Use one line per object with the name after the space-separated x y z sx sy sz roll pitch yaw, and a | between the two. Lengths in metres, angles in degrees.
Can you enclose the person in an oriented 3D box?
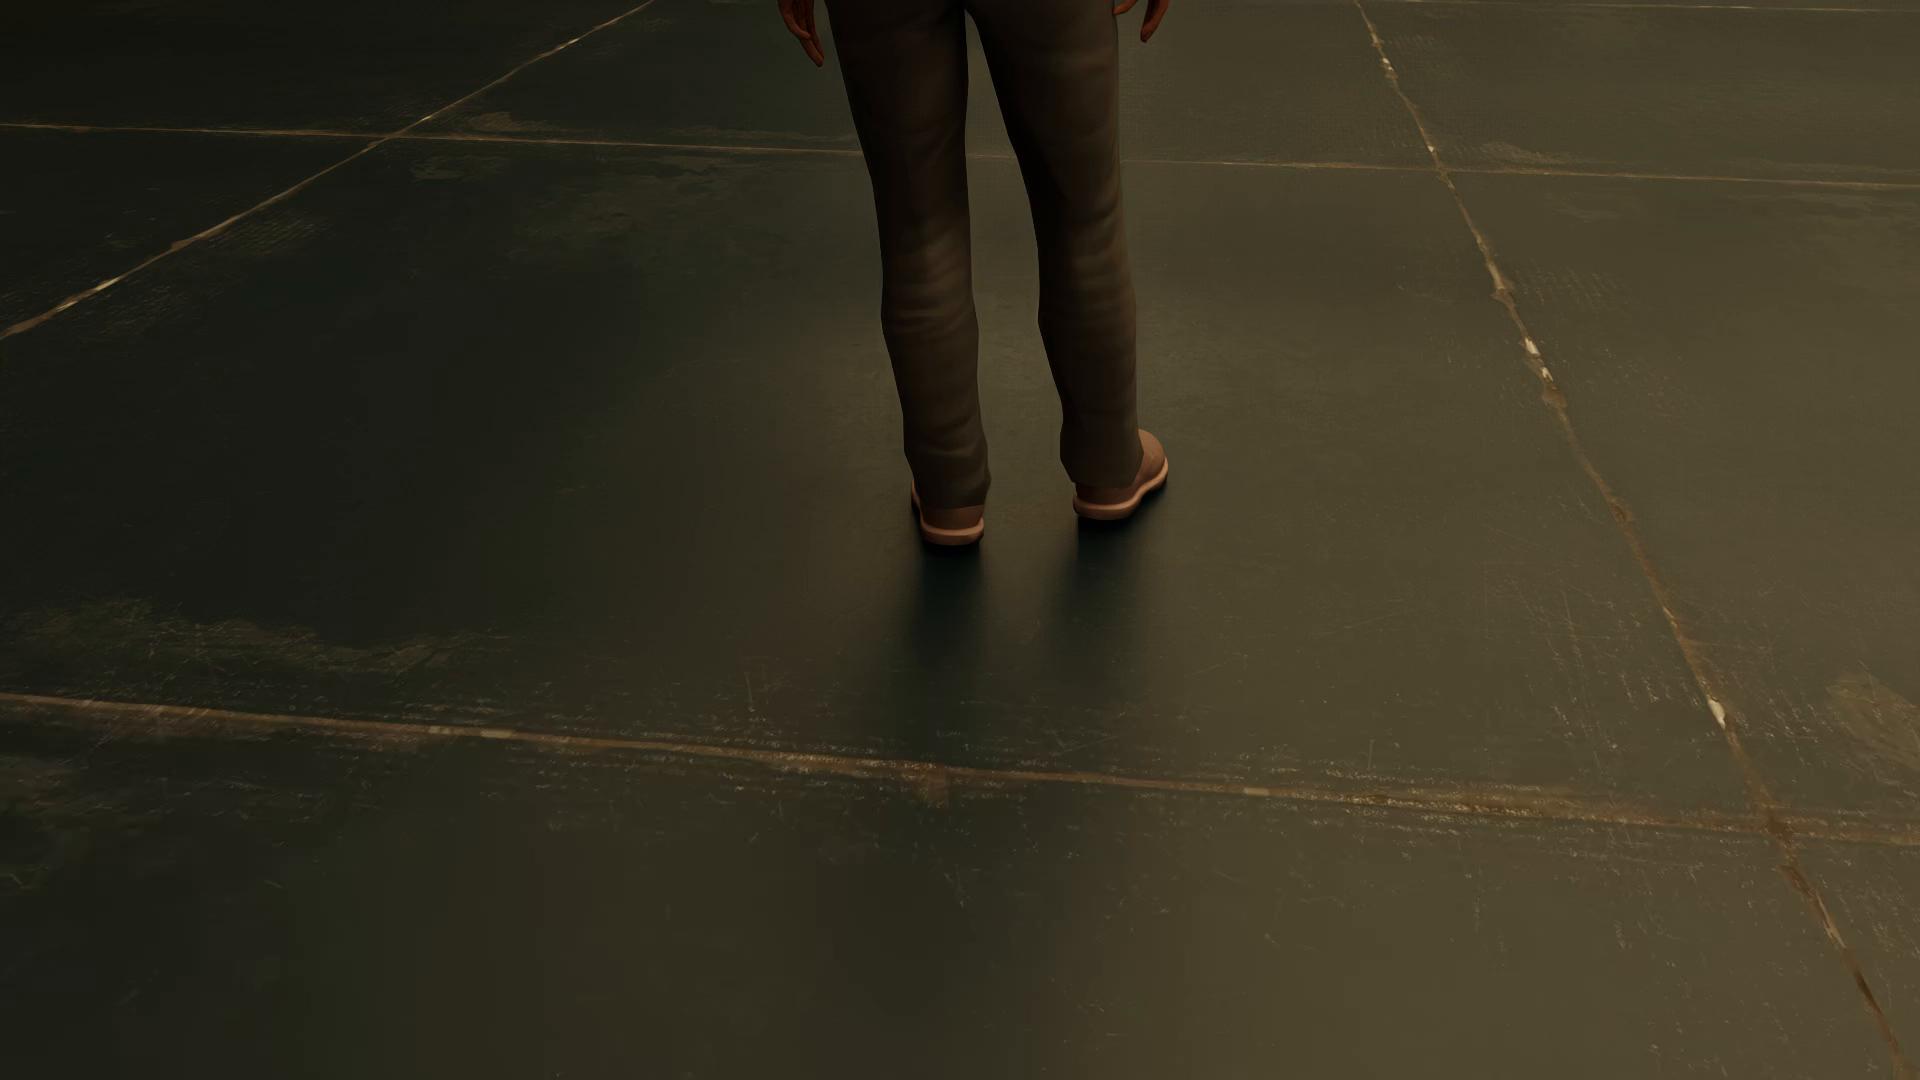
0.031 -0.784 2.203 0.569 1.654 0.504 3 27 7 | person
